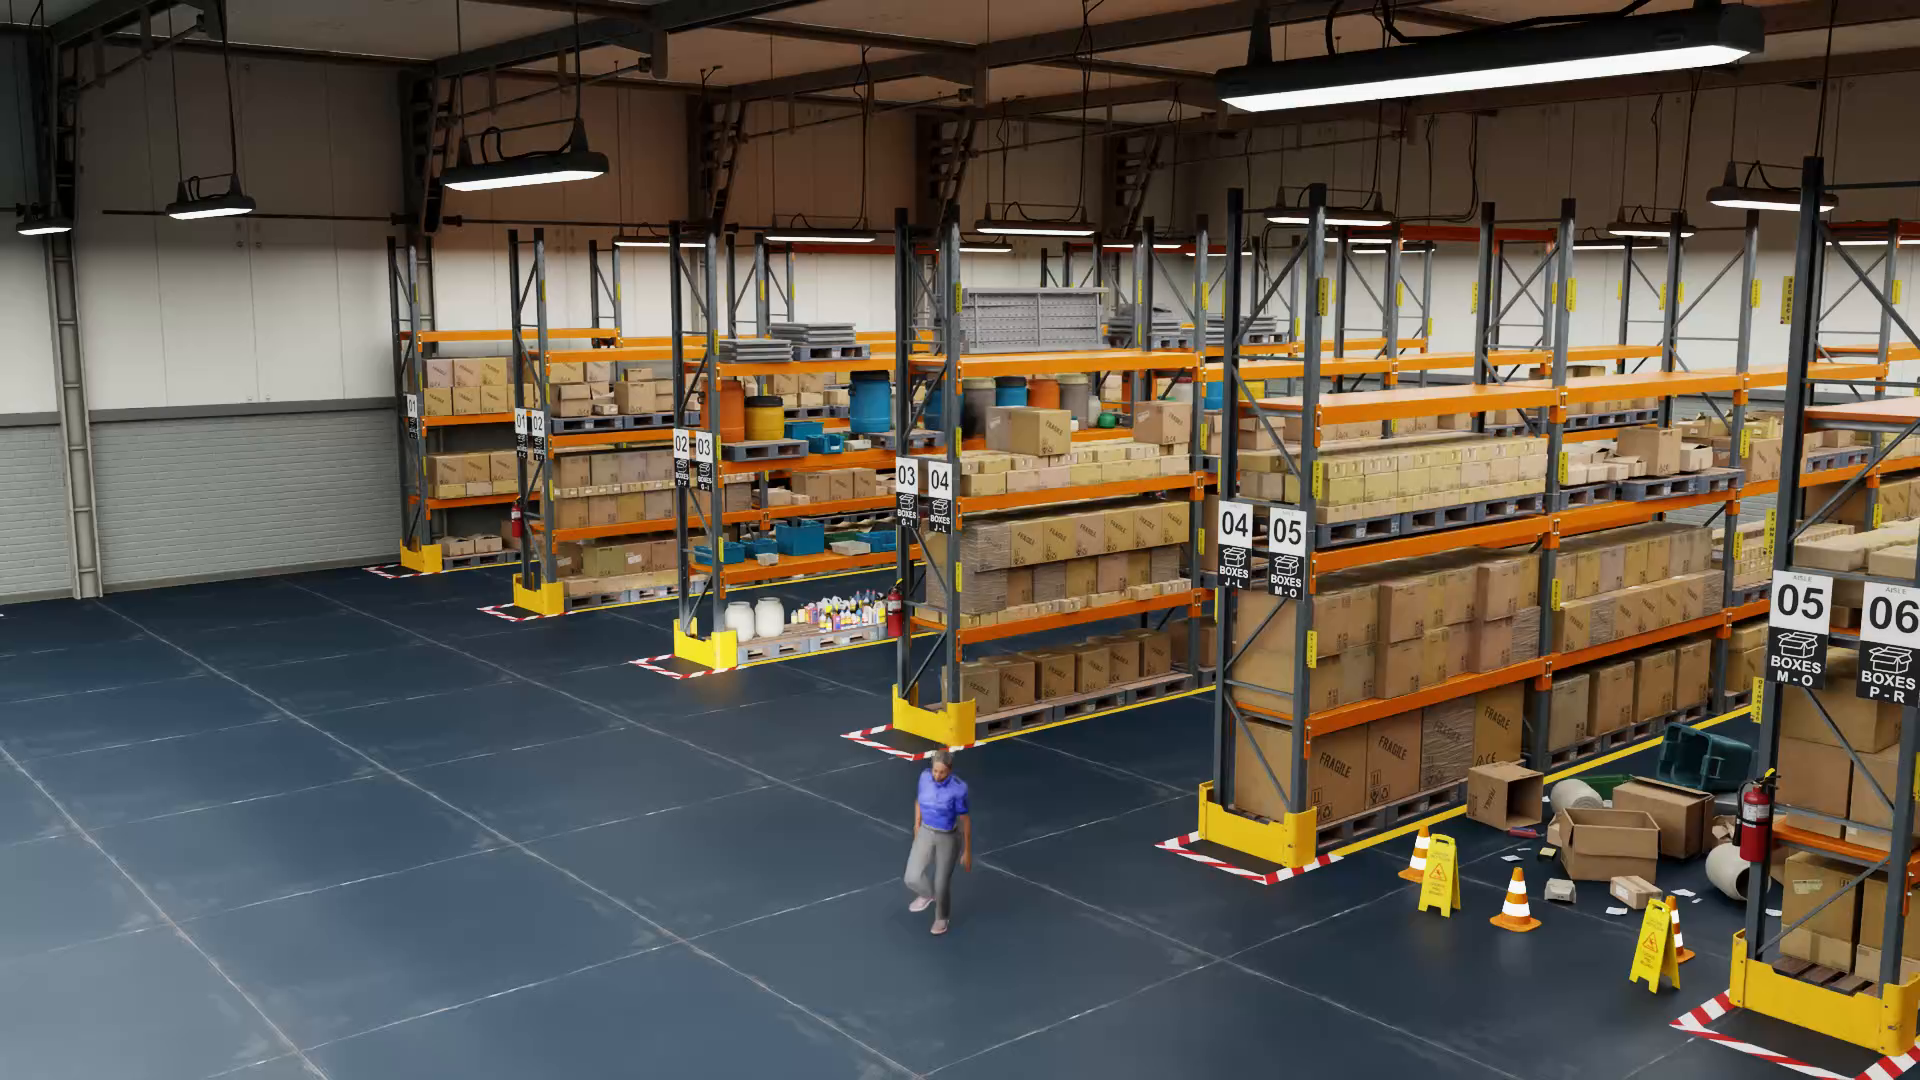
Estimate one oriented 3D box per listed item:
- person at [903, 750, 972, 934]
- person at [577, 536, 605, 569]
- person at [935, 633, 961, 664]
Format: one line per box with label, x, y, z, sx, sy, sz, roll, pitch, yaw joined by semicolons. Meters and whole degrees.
person;-0.156;2.368;13.237;0.712;1.572;0.601;4;10;27
person;-6.352;-0.095;28.740;0.762;1.848;0.730;9;12;44
person;-0.173;0.897;21.107;0.416;1.584;0.635;0;9;-1
